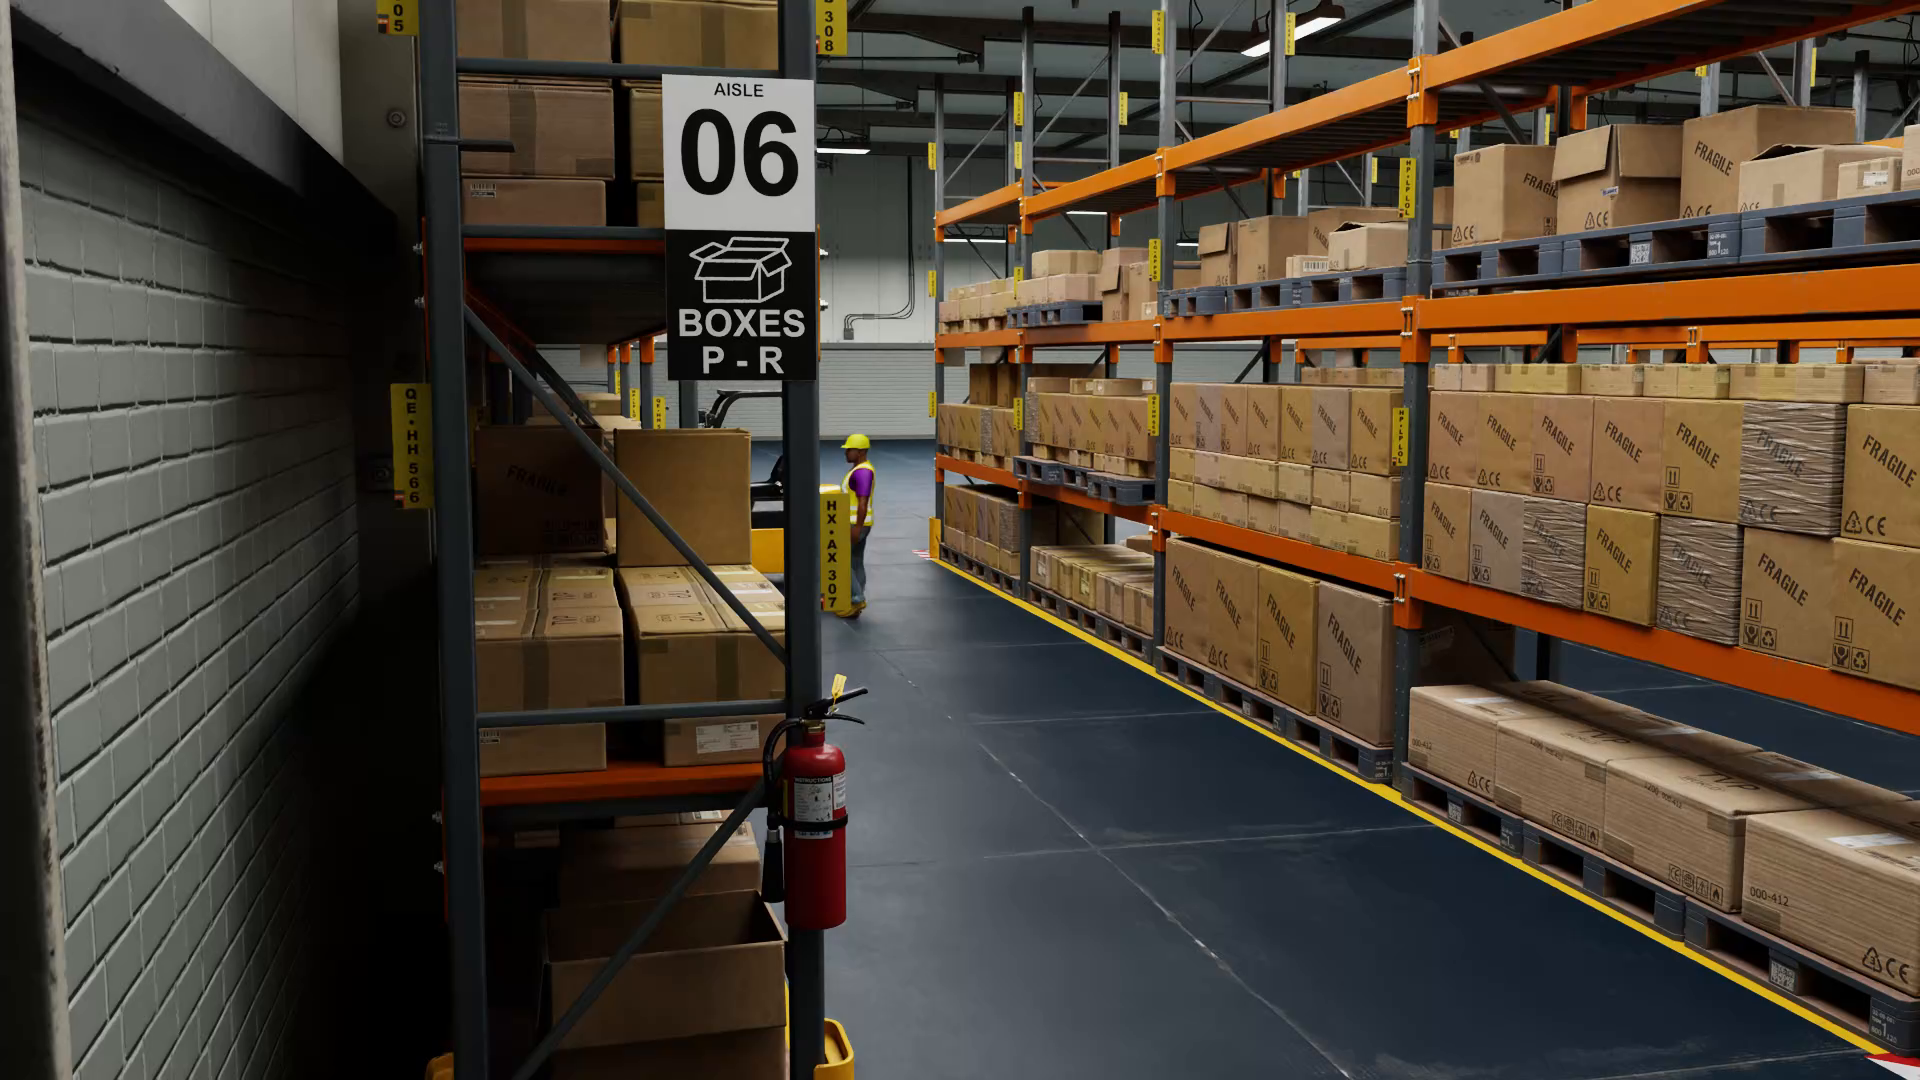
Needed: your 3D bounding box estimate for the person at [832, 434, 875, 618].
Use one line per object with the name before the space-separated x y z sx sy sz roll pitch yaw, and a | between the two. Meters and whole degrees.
person | -1.040 -0.147 16.176 0.451 1.774 0.620 0 6 0
